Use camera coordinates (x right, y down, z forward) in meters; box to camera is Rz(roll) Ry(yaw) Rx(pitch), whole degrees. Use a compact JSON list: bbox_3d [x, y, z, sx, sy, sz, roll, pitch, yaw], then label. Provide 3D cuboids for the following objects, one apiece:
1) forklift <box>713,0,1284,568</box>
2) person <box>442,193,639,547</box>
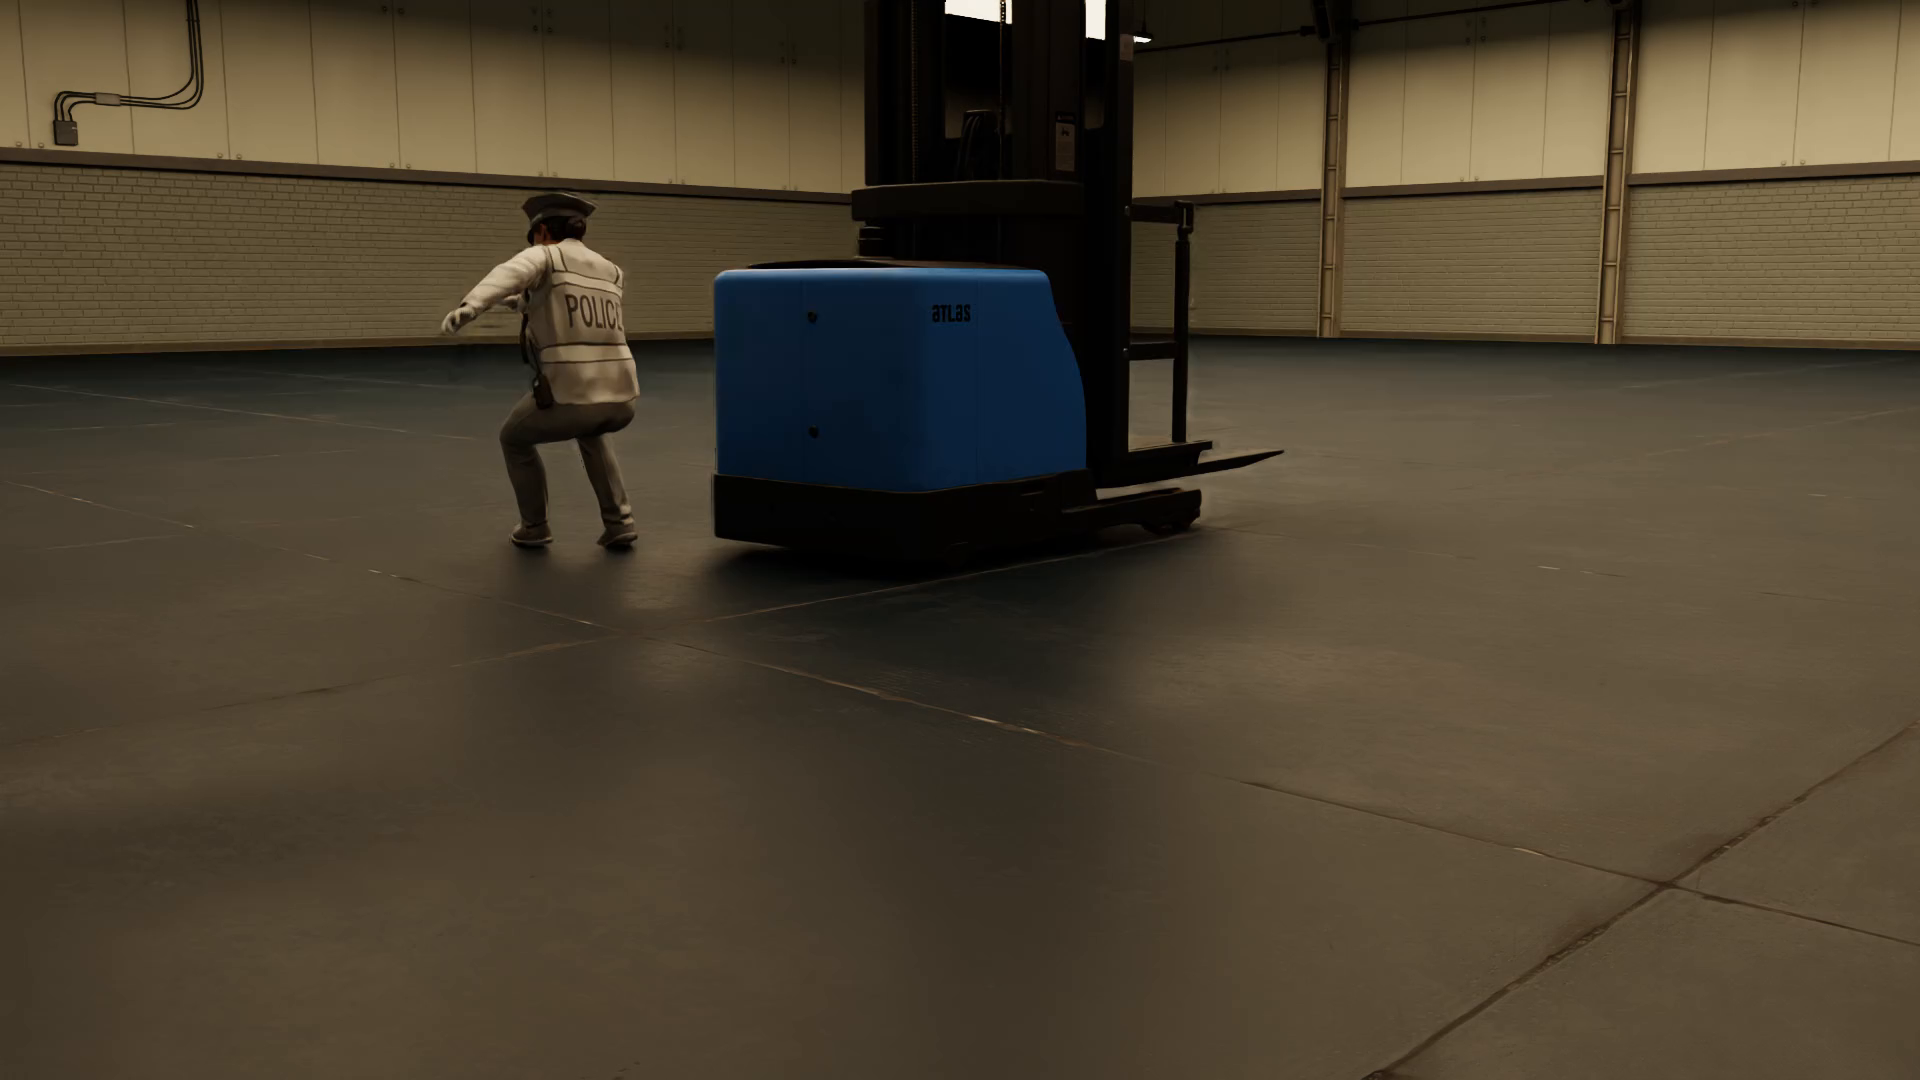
[{"bbox_3d":[0.376,-1.521,6.977,1.130,2.935,3.031,7,11,38],"label":"forklift"},{"bbox_3d":[-1.603,-0.564,6.061,0.908,1.382,1.094,8,12,42],"label":"person"}]
